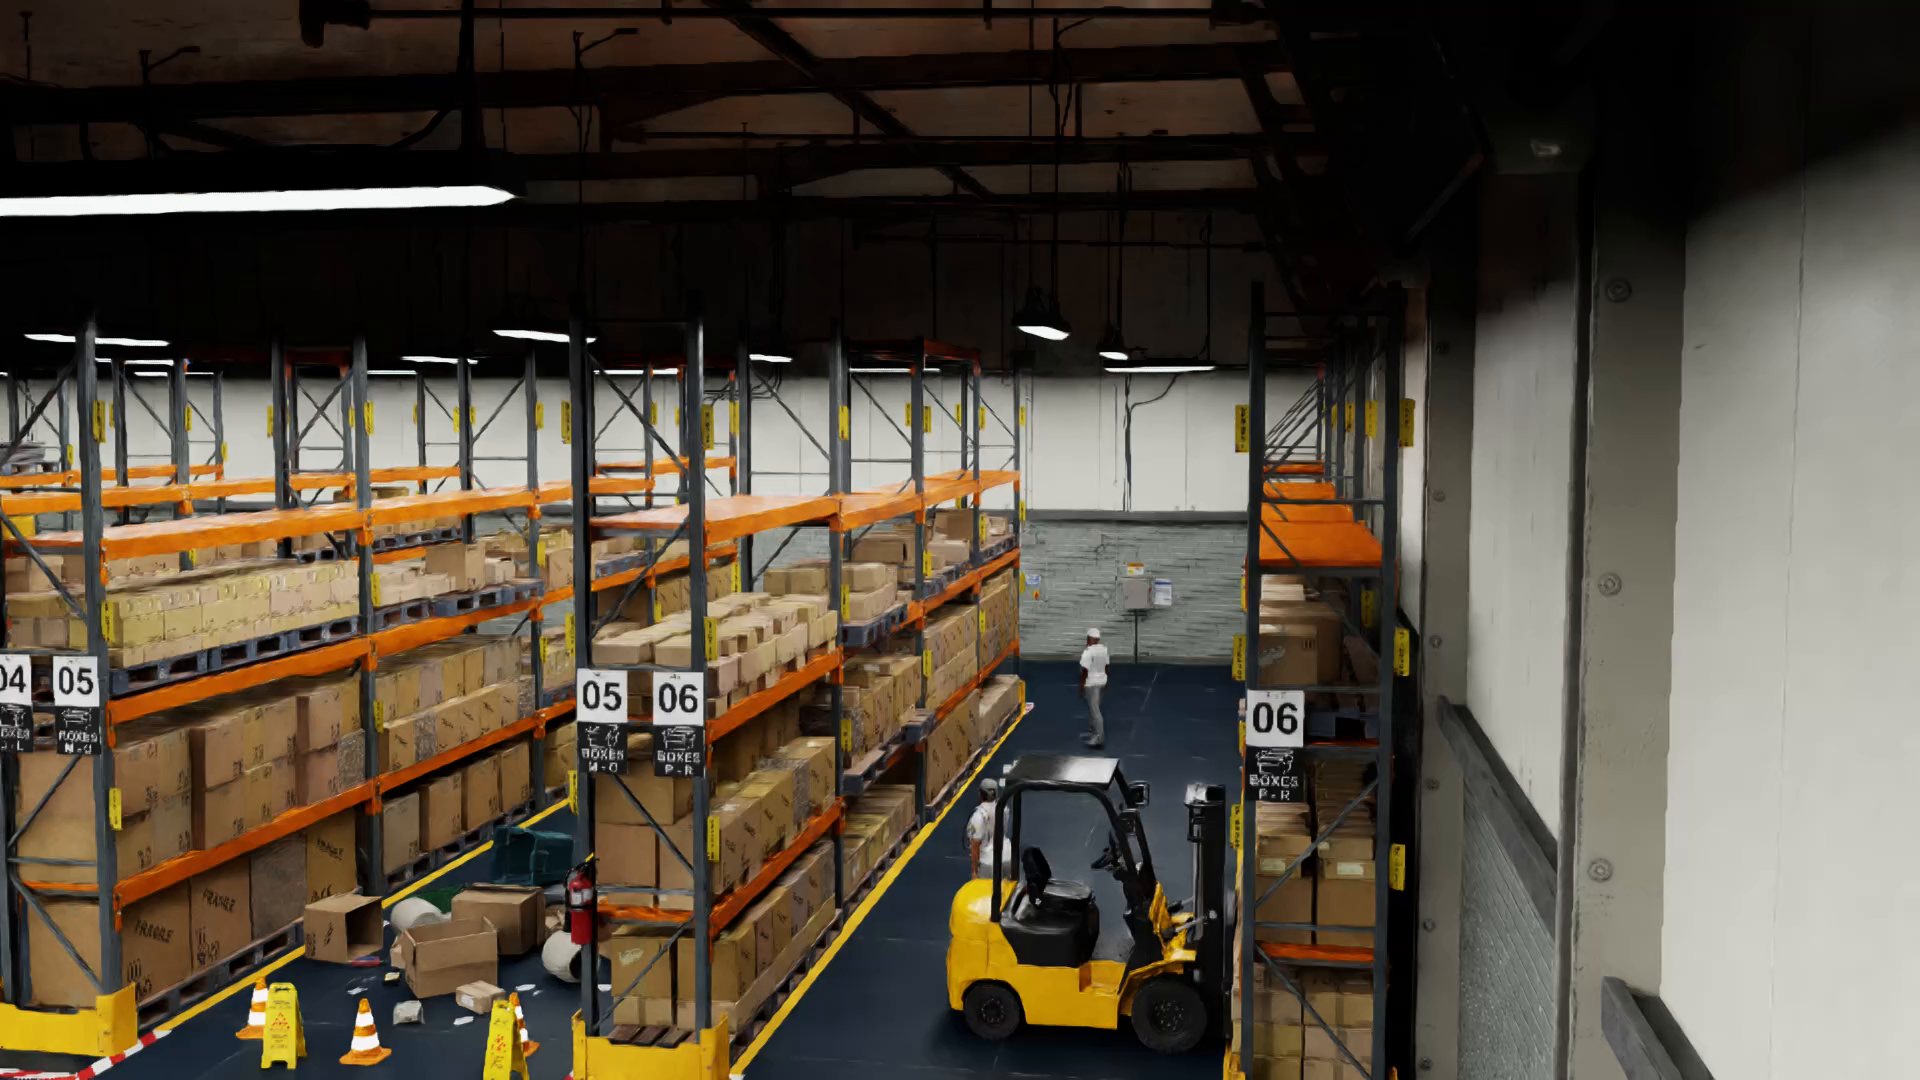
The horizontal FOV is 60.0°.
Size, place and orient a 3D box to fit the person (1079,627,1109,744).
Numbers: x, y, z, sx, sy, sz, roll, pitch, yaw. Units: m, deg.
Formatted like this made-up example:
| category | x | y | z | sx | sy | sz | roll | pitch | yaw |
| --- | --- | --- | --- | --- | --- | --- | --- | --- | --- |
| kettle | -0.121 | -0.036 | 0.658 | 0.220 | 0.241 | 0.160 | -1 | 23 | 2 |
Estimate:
| category | x | y | z | sx | sy | sz | roll | pitch | yaw |
| --- | --- | --- | --- | --- | --- | --- | --- | --- | --- |
| person | 2.034 | 2.214 | 25.567 | 0.591 | 1.763 | 0.685 | 3 | 6 | 34 |

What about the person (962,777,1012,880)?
| category | x | y | z | sx | sy | sz | roll | pitch | yaw |
| --- | --- | --- | --- | --- | --- | --- | --- | --- | --- |
| person | 0.241 | 3.067 | 15.690 | 0.478 | 1.667 | 0.523 | 4 | 6 | 40 |
